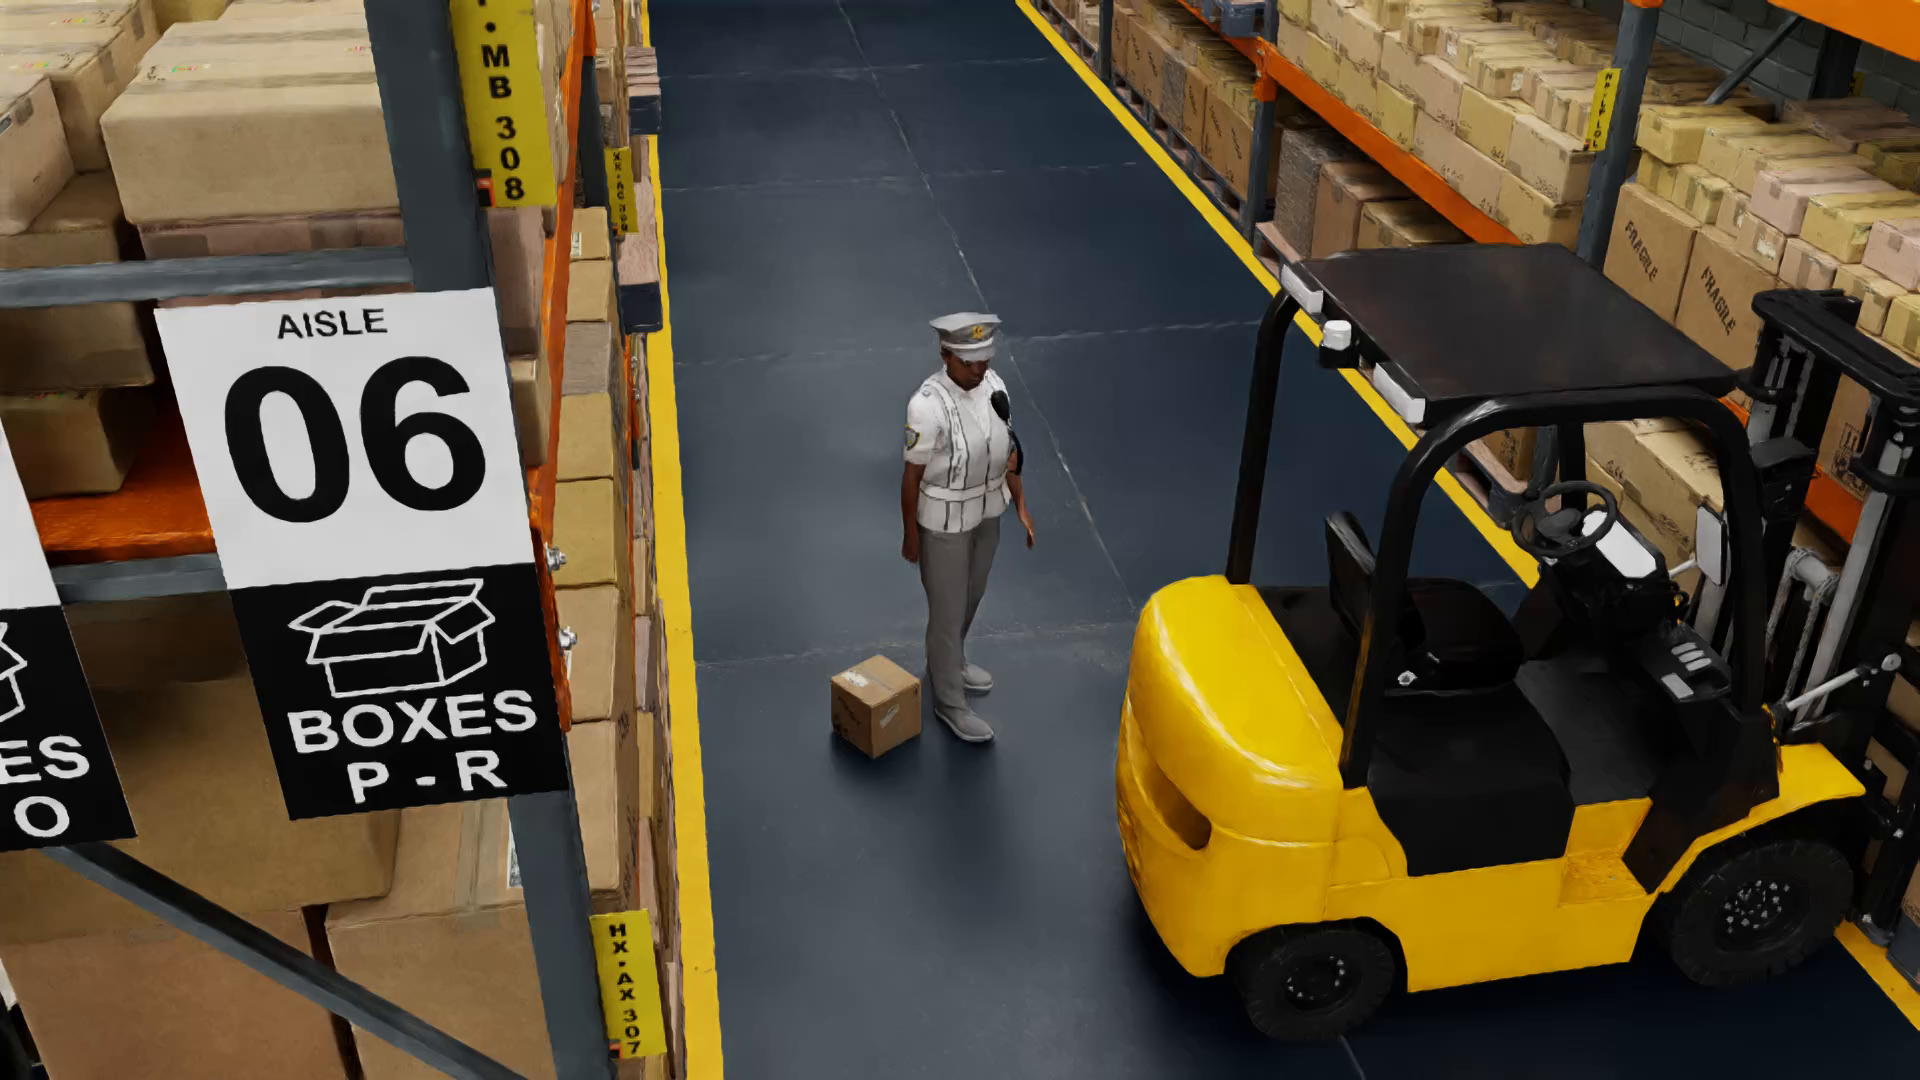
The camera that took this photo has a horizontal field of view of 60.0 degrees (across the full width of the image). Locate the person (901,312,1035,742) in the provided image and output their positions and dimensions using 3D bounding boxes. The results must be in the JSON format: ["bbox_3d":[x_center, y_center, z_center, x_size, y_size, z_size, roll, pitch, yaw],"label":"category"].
[{"bbox_3d":[0.027,-0.073,6.237,0.519,1.681,0.483,27,40,37],"label":"person"}]
